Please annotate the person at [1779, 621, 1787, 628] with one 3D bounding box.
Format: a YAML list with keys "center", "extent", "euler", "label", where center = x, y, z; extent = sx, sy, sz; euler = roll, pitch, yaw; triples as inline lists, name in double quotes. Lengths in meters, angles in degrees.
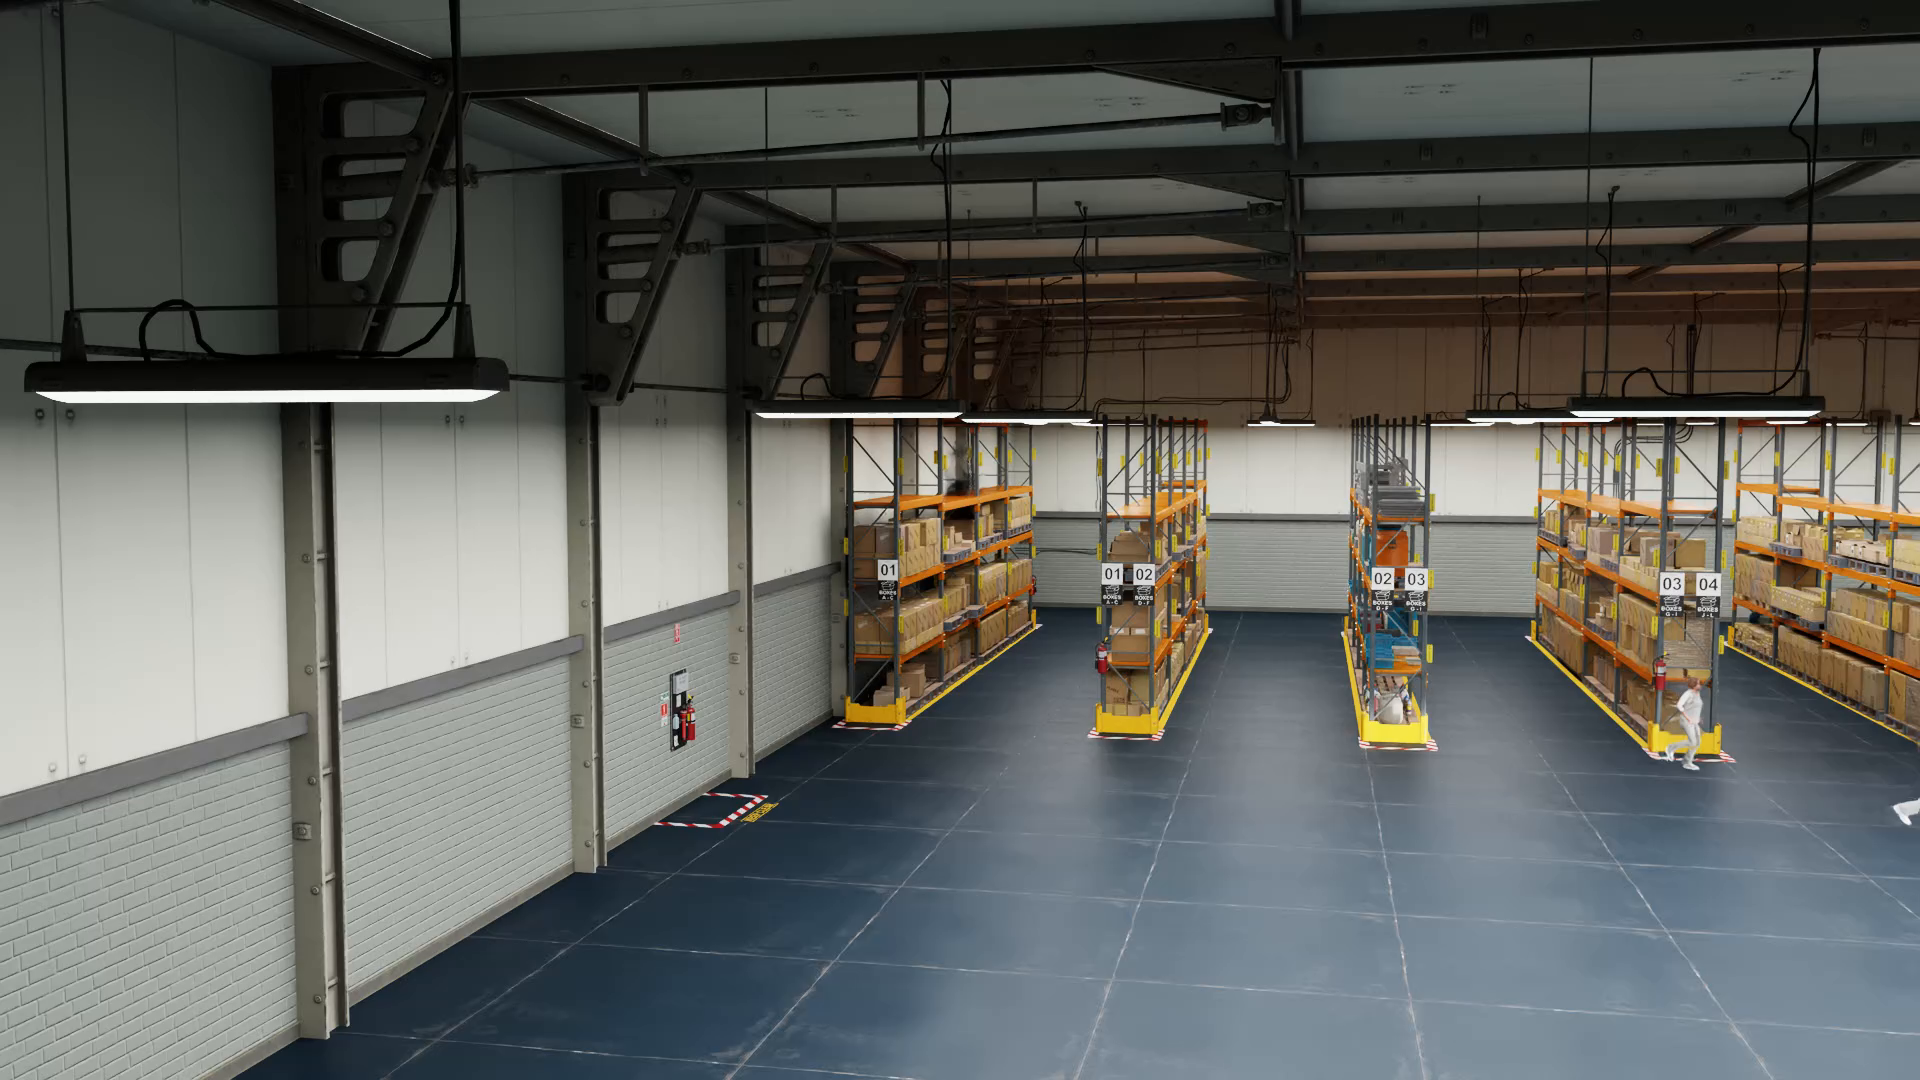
- center: [22.046, 1.873, 44.745]
  extent: [0.696, 1.707, 0.659]
  euler: [-3, 5, -38]
  label: "person"

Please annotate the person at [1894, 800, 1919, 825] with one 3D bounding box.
- center: [13.692, 3.339, 23.349]
  extent: [0.970, 1.633, 0.584]
  euler: [3, 5, 40]
  label: "person"

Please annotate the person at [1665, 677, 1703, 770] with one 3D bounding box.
- center: [12.269, 3.077, 28.135]
  extent: [0.549, 1.561, 0.566]
  euler: [3, 5, 42]
  label: "person"

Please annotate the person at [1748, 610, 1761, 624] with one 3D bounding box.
- center: [21.693, 1.947, 45.123]
  extent: [0.624, 1.582, 0.535]
  euler: [1, 4, 18]
  label: "person"
